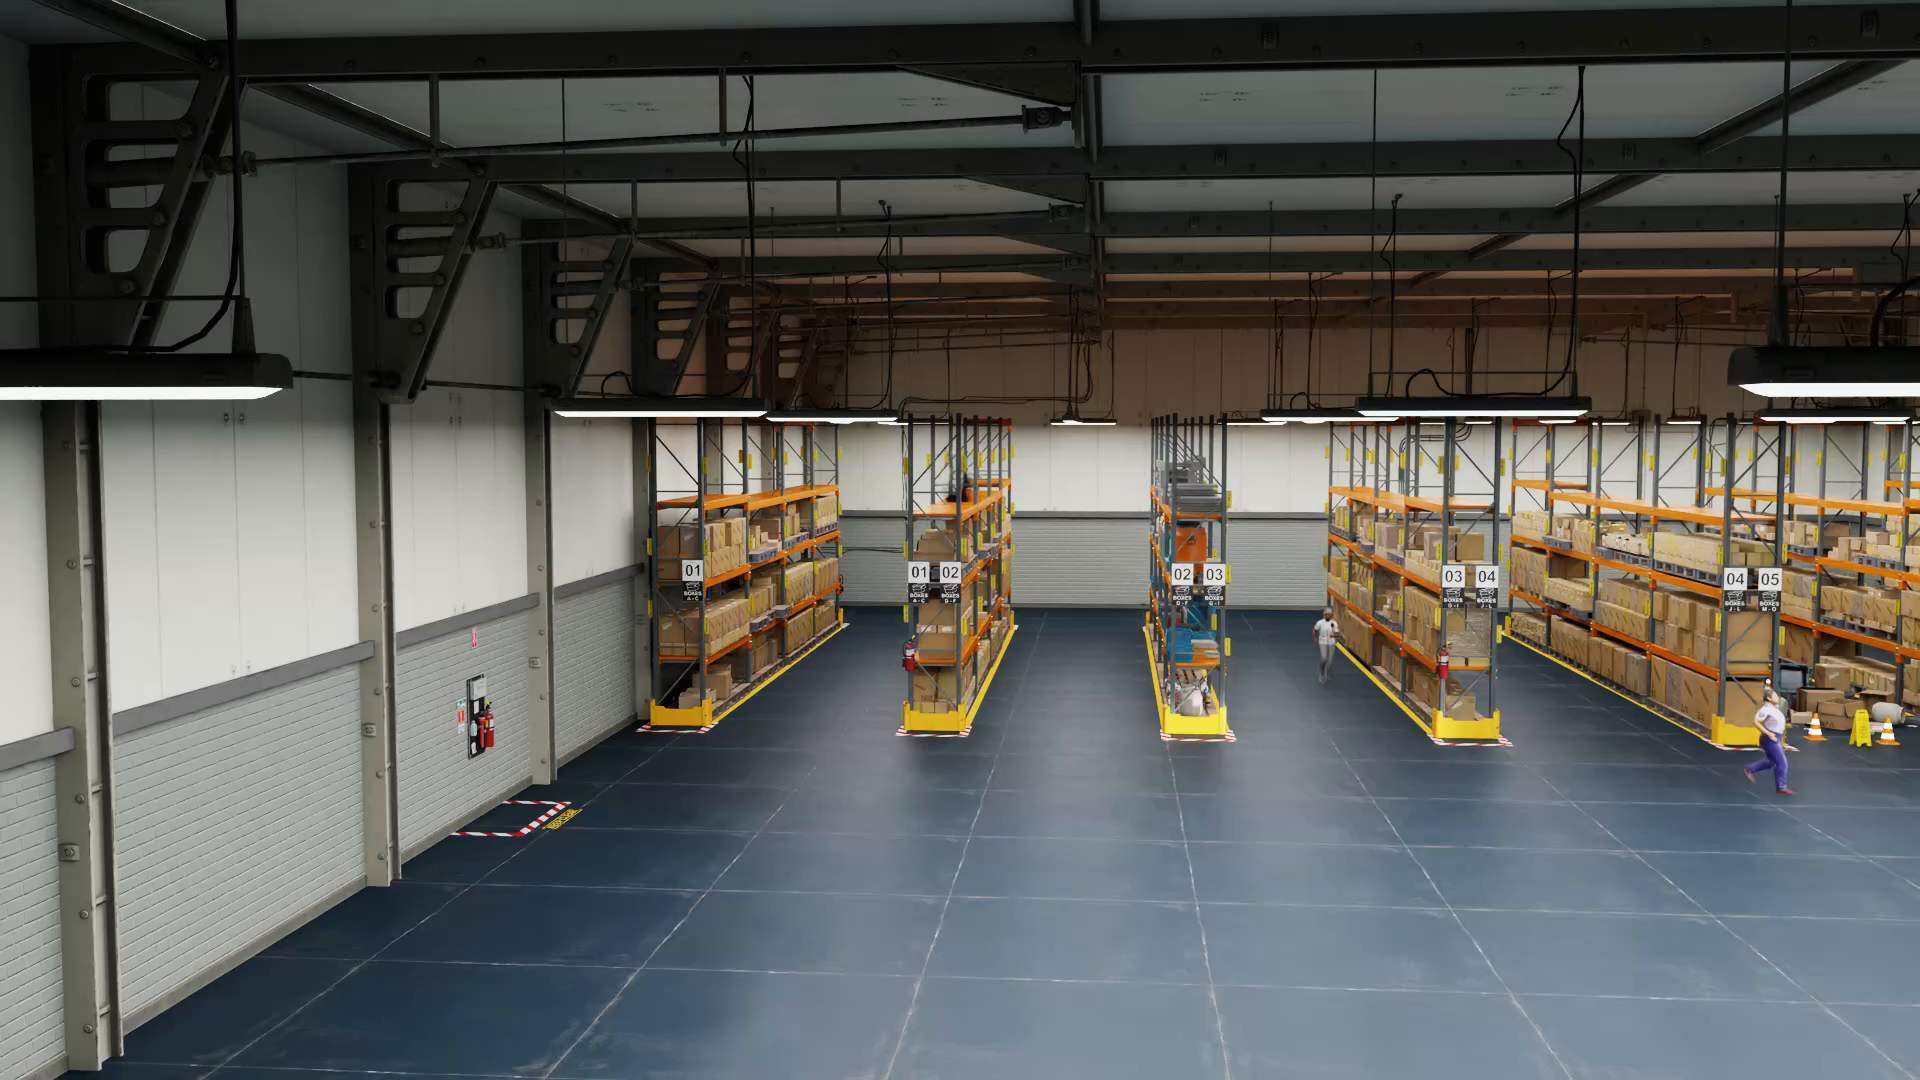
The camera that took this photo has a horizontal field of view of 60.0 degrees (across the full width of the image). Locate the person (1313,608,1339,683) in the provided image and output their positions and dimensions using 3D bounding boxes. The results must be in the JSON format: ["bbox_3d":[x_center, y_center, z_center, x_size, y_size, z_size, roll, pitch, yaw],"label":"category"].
[{"bbox_3d":[8.239,2.367,37.345,0.548,1.699,0.674,0,4,2],"label":"person"}]

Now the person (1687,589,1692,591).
[{"bbox_3d":[20.940,1.703,47.024,0.752,1.819,0.716,2,4,28],"label":"person"}]

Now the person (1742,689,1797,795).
[{"bbox_3d":[12.726,3.152,26.143,0.843,1.614,0.620,3,5,41],"label":"person"}]
